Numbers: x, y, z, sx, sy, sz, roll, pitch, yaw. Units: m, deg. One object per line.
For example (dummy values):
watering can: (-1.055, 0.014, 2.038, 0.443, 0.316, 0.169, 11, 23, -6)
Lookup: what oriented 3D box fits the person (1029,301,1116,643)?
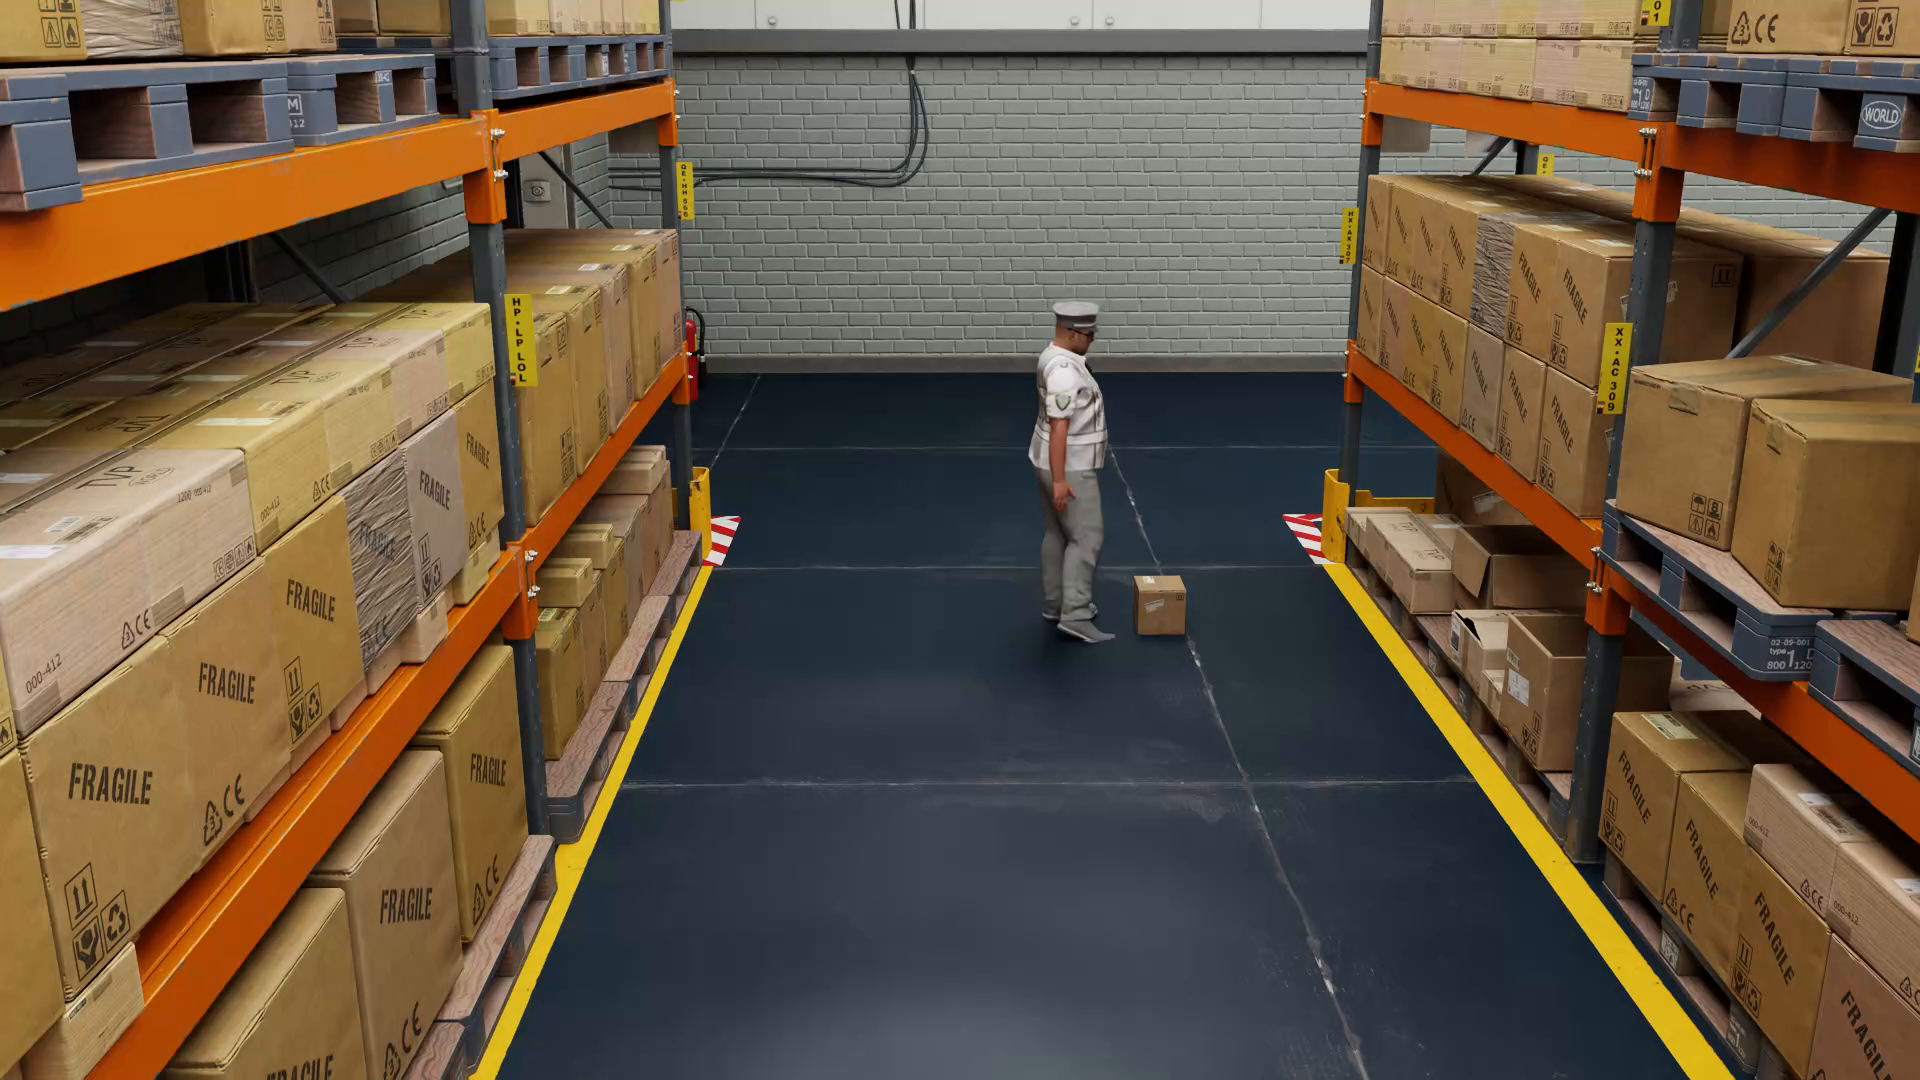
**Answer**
person: (0.584, -0.362, 8.757, 0.435, 1.795, 0.615, -2, 17, -8)
